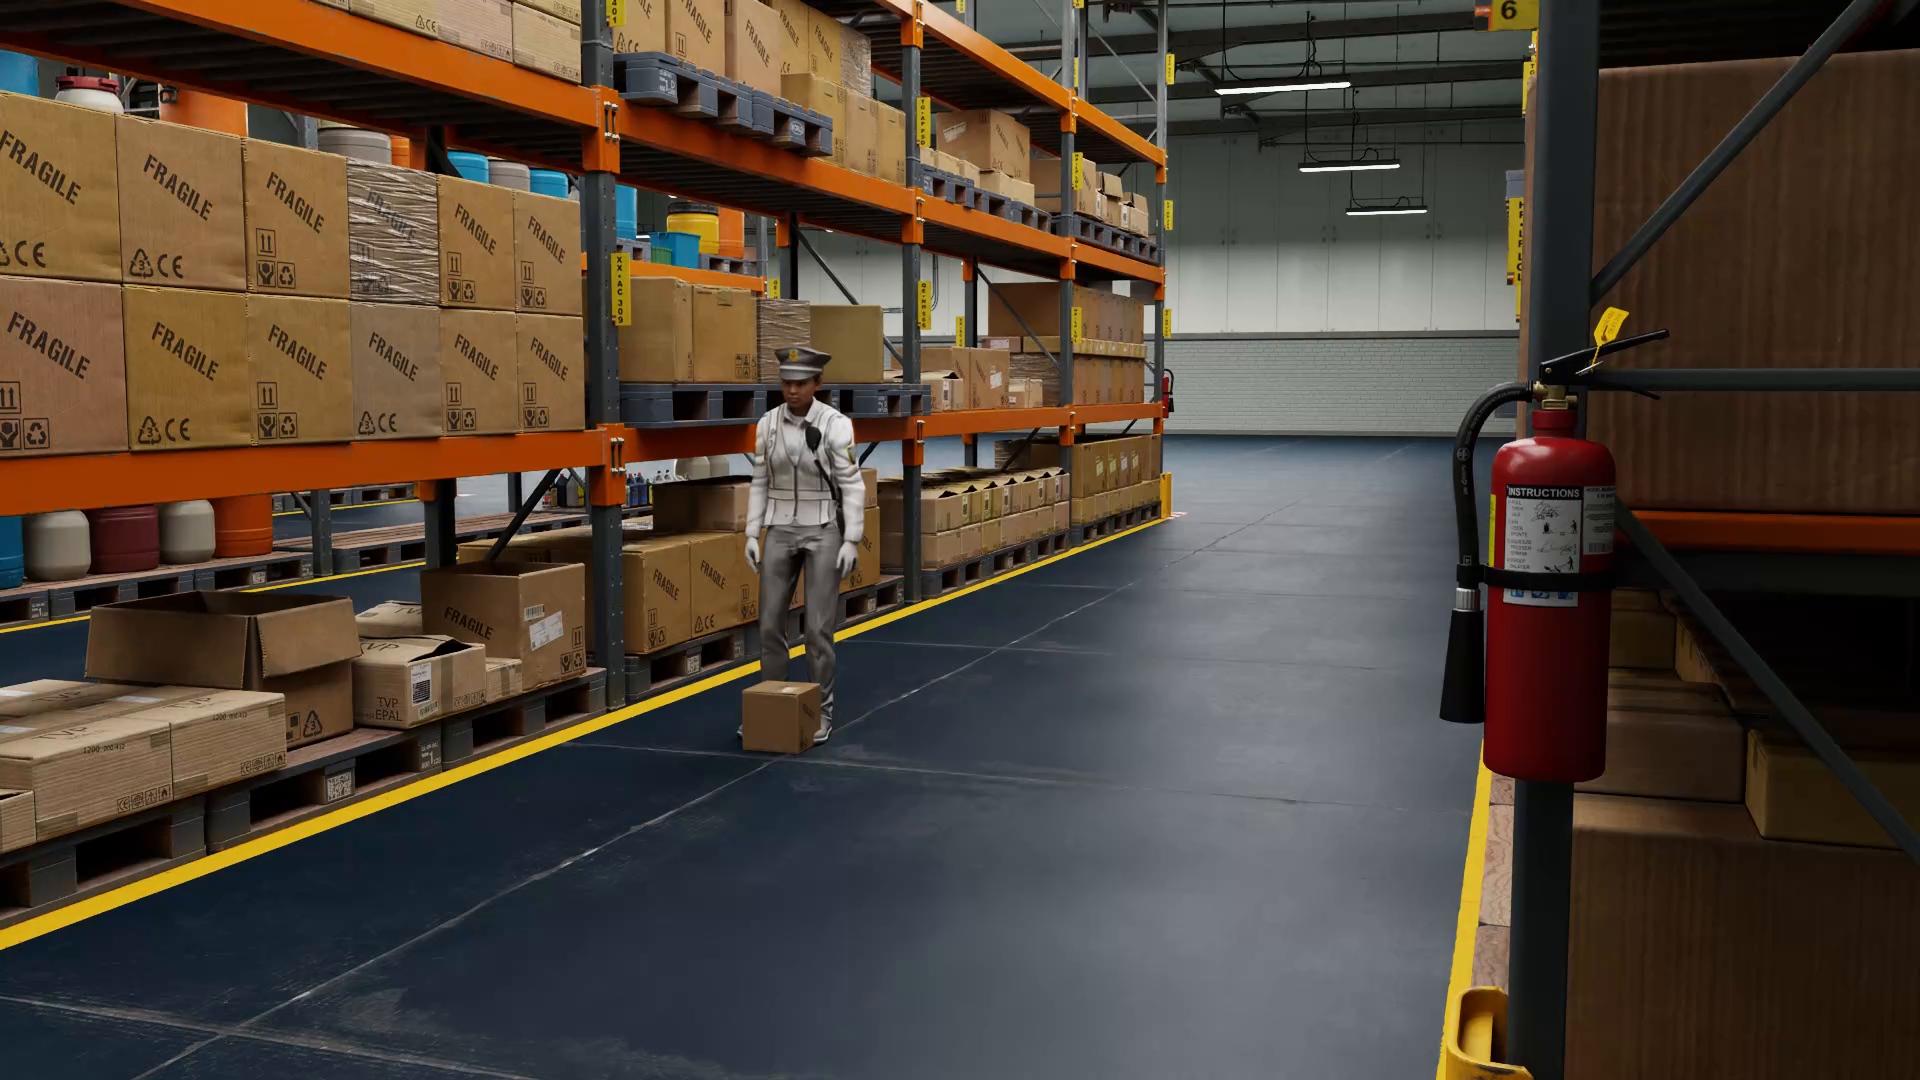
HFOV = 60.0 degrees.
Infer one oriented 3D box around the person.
[{"bbox_3d":[-0.676,0.015,7.077,0.530,1.661,0.414,2,6,16],"label":"person"}]
